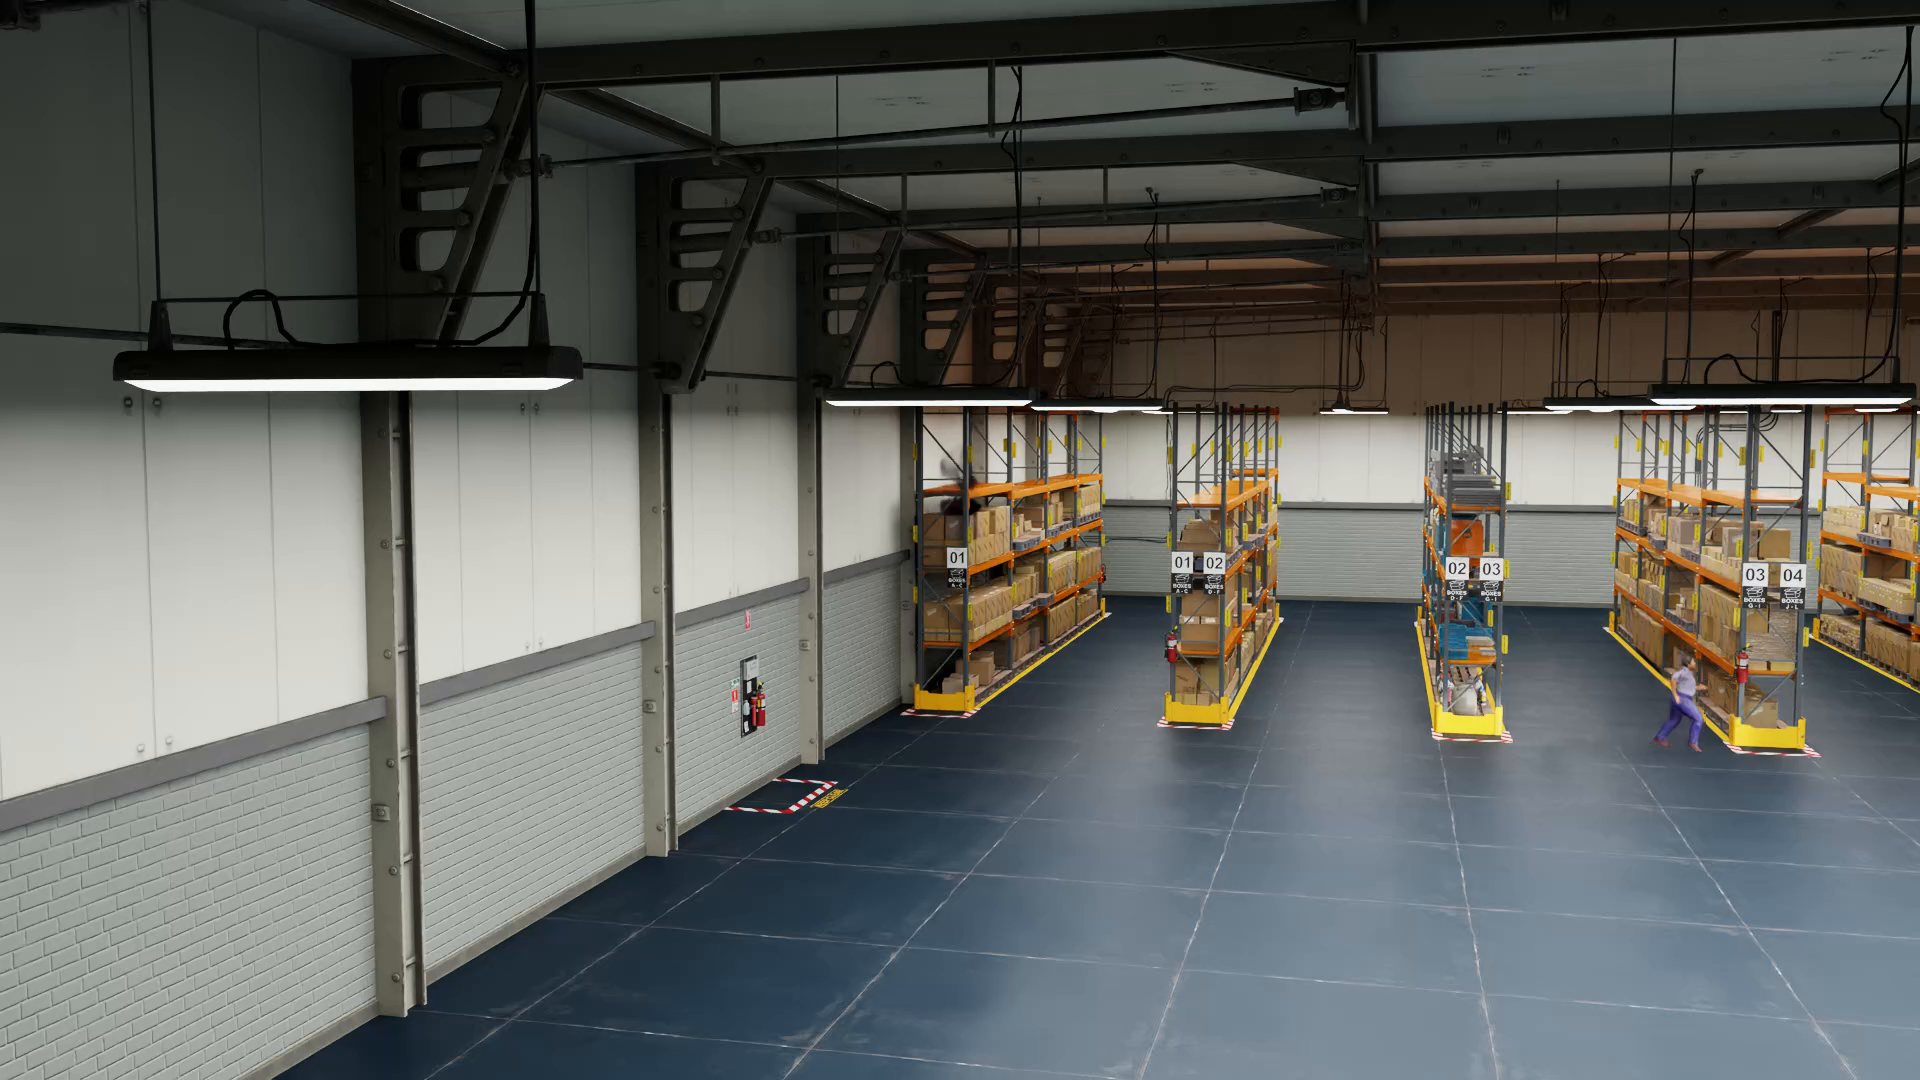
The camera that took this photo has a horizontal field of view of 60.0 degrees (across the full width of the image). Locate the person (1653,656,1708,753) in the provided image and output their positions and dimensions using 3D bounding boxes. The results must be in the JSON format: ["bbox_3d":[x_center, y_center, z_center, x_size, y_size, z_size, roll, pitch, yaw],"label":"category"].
[{"bbox_3d":[12.378,2.820,28.527,0.835,1.651,0.584,1,4,18],"label":"person"}]

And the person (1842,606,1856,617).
[{"bbox_3d":[23.579,1.634,43.868,0.764,1.707,0.519,-4,6,-44],"label":"person"}]
